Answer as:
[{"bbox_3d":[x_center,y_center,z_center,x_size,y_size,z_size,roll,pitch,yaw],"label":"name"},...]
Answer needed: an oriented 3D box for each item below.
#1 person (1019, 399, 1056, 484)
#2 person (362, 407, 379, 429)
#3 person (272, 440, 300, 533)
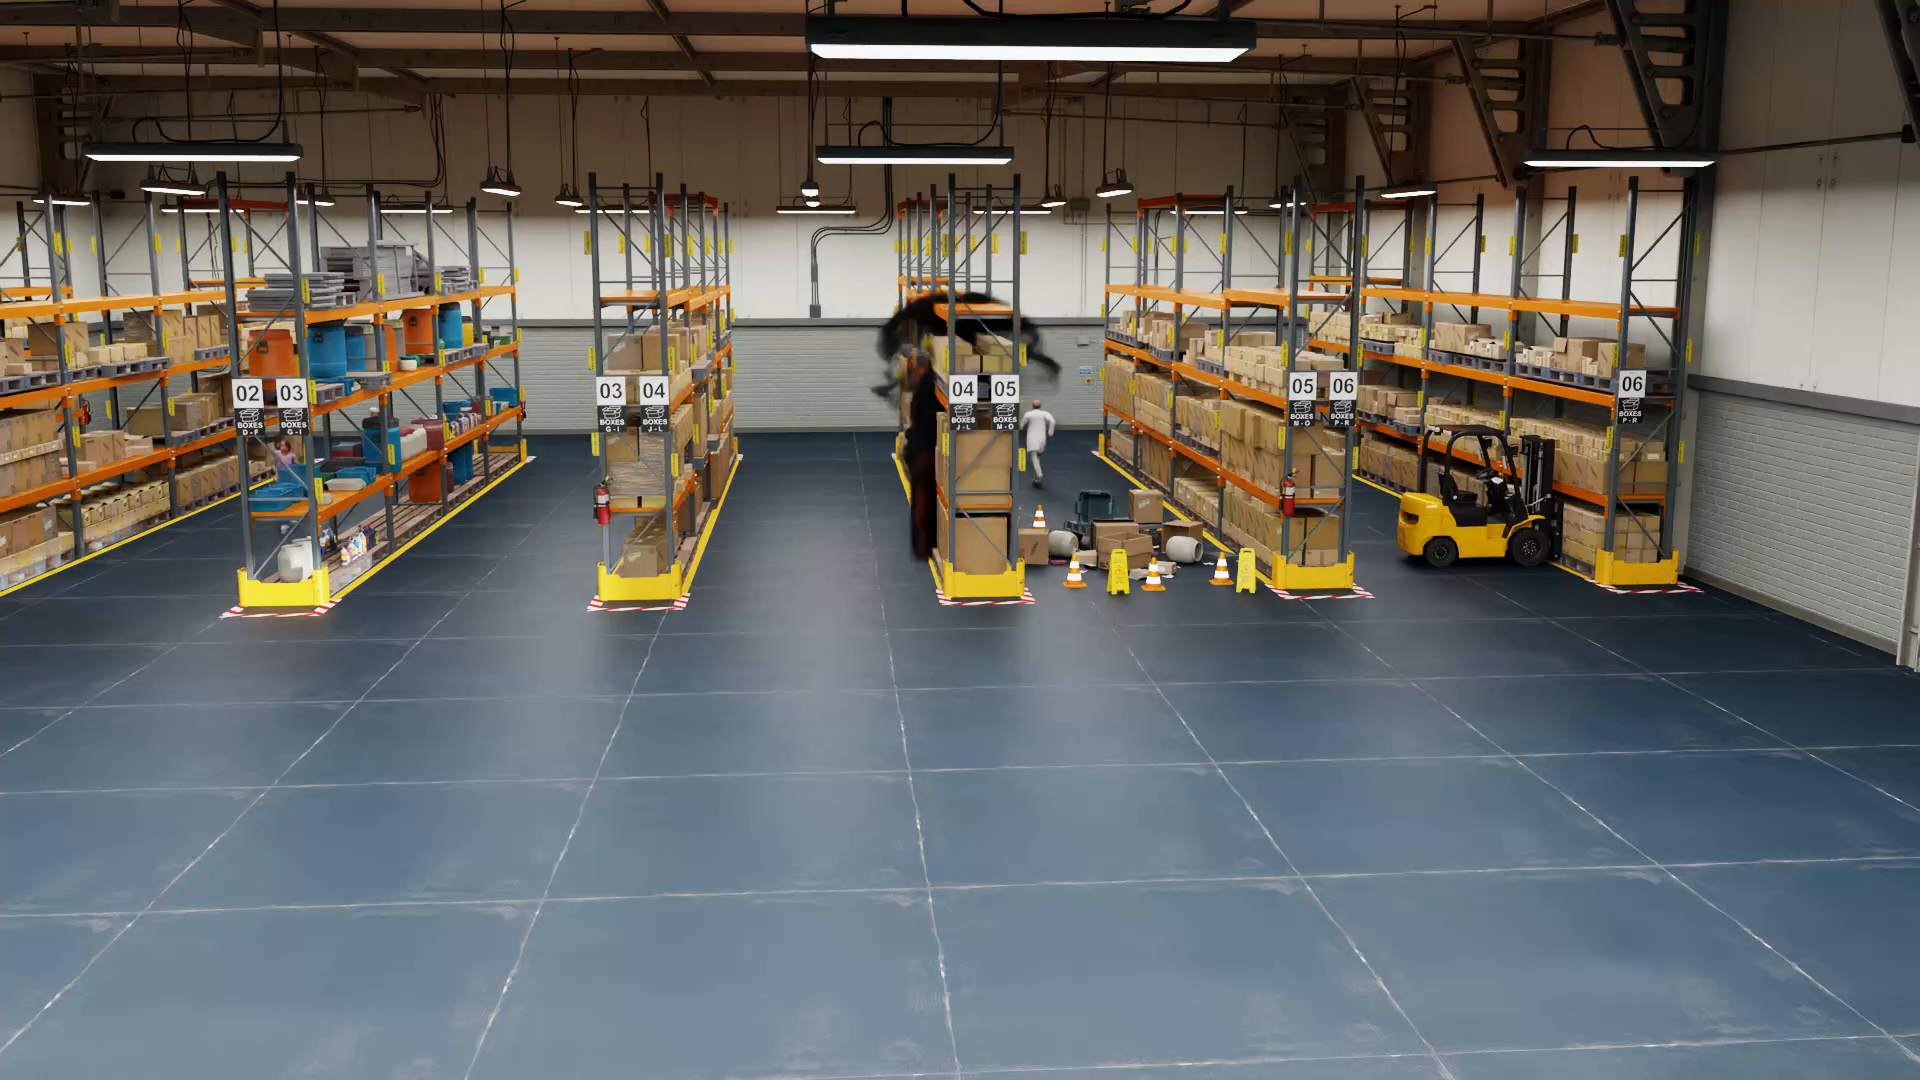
[{"bbox_3d":[1.614,-2.082,35.187,0.690,1.789,0.999,-3,10,-14],"label":"person"},{"bbox_3d":[-12.390,-1.997,35.266,0.630,1.662,0.769,-1,10,-3],"label":"person"},{"bbox_3d":[-11.974,-0.977,29.601,0.539,1.597,0.857,-2,10,-12],"label":"person"}]
